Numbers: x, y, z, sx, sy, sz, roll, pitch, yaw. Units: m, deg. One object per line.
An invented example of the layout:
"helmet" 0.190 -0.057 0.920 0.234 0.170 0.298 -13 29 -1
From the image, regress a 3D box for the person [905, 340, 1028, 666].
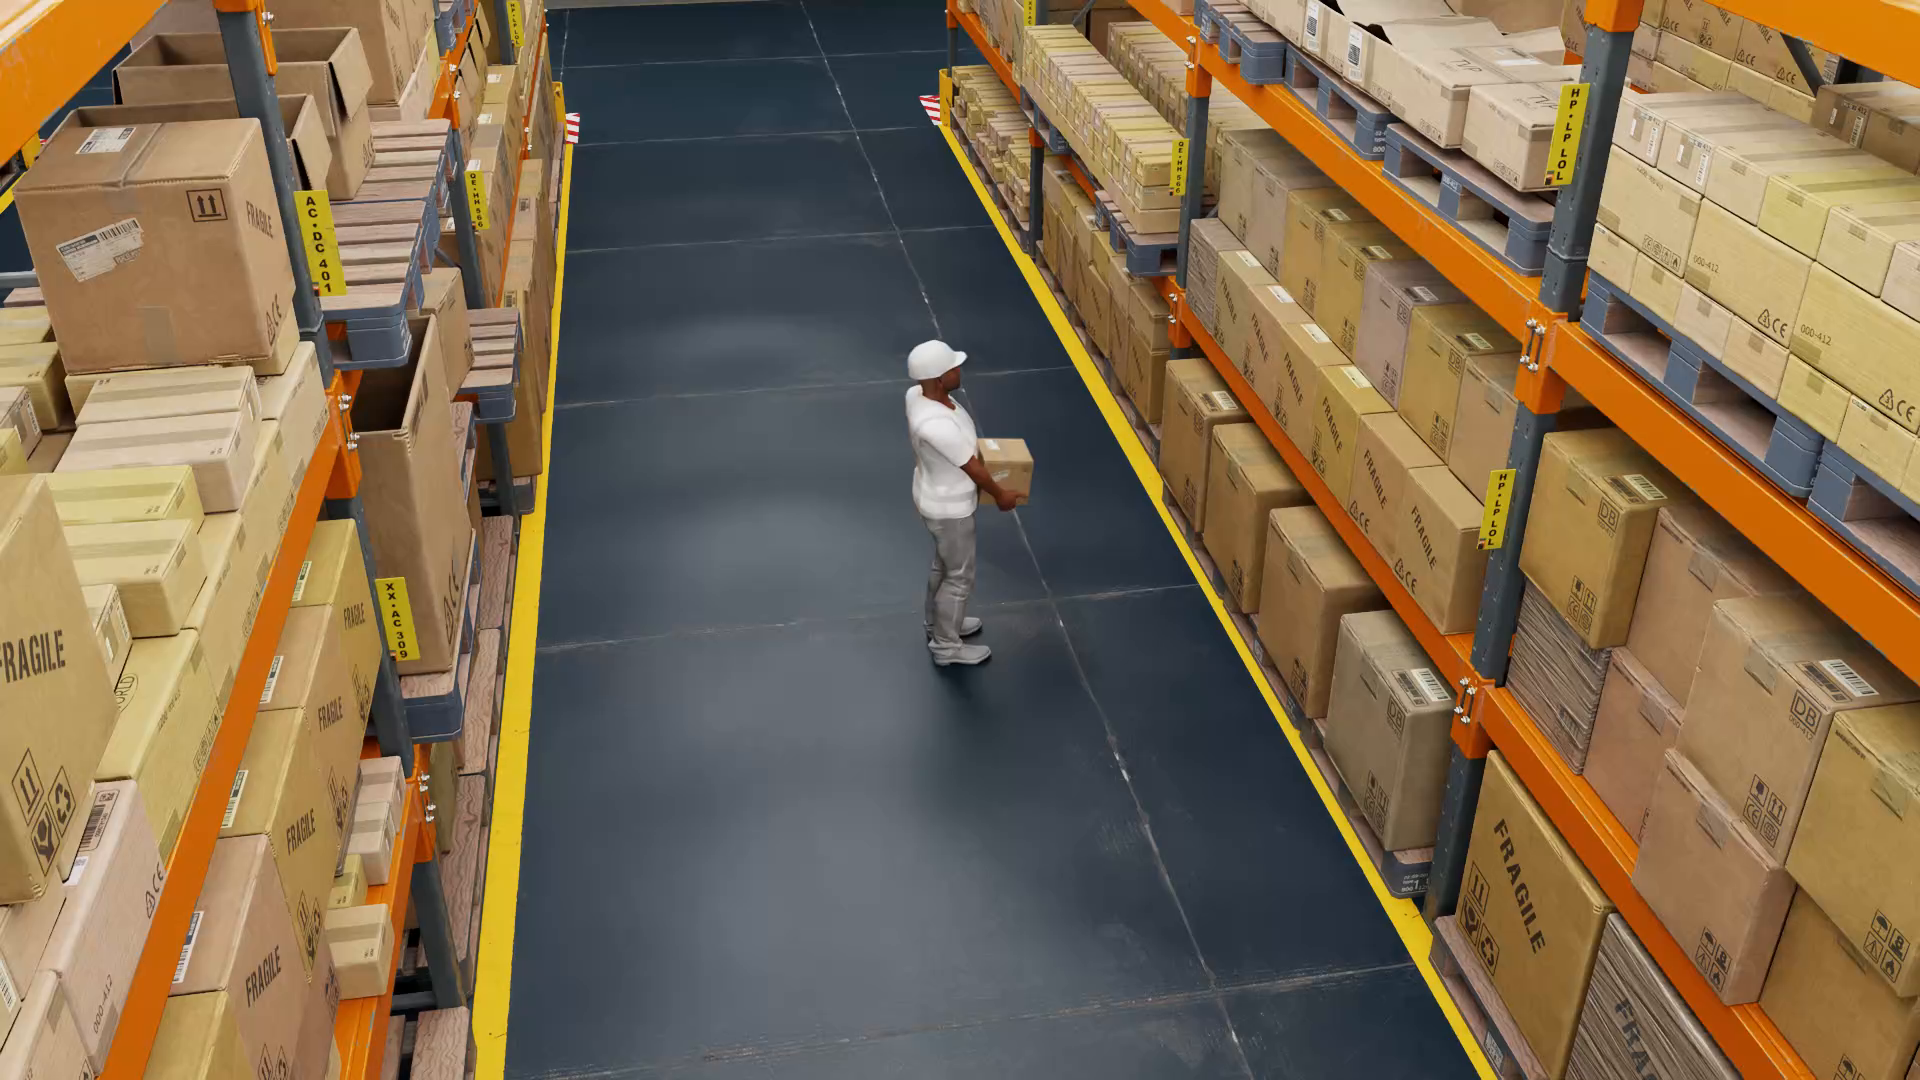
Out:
"person" 0.029 -0.204 8.466 0.587 1.761 0.502 -5 31 -9
